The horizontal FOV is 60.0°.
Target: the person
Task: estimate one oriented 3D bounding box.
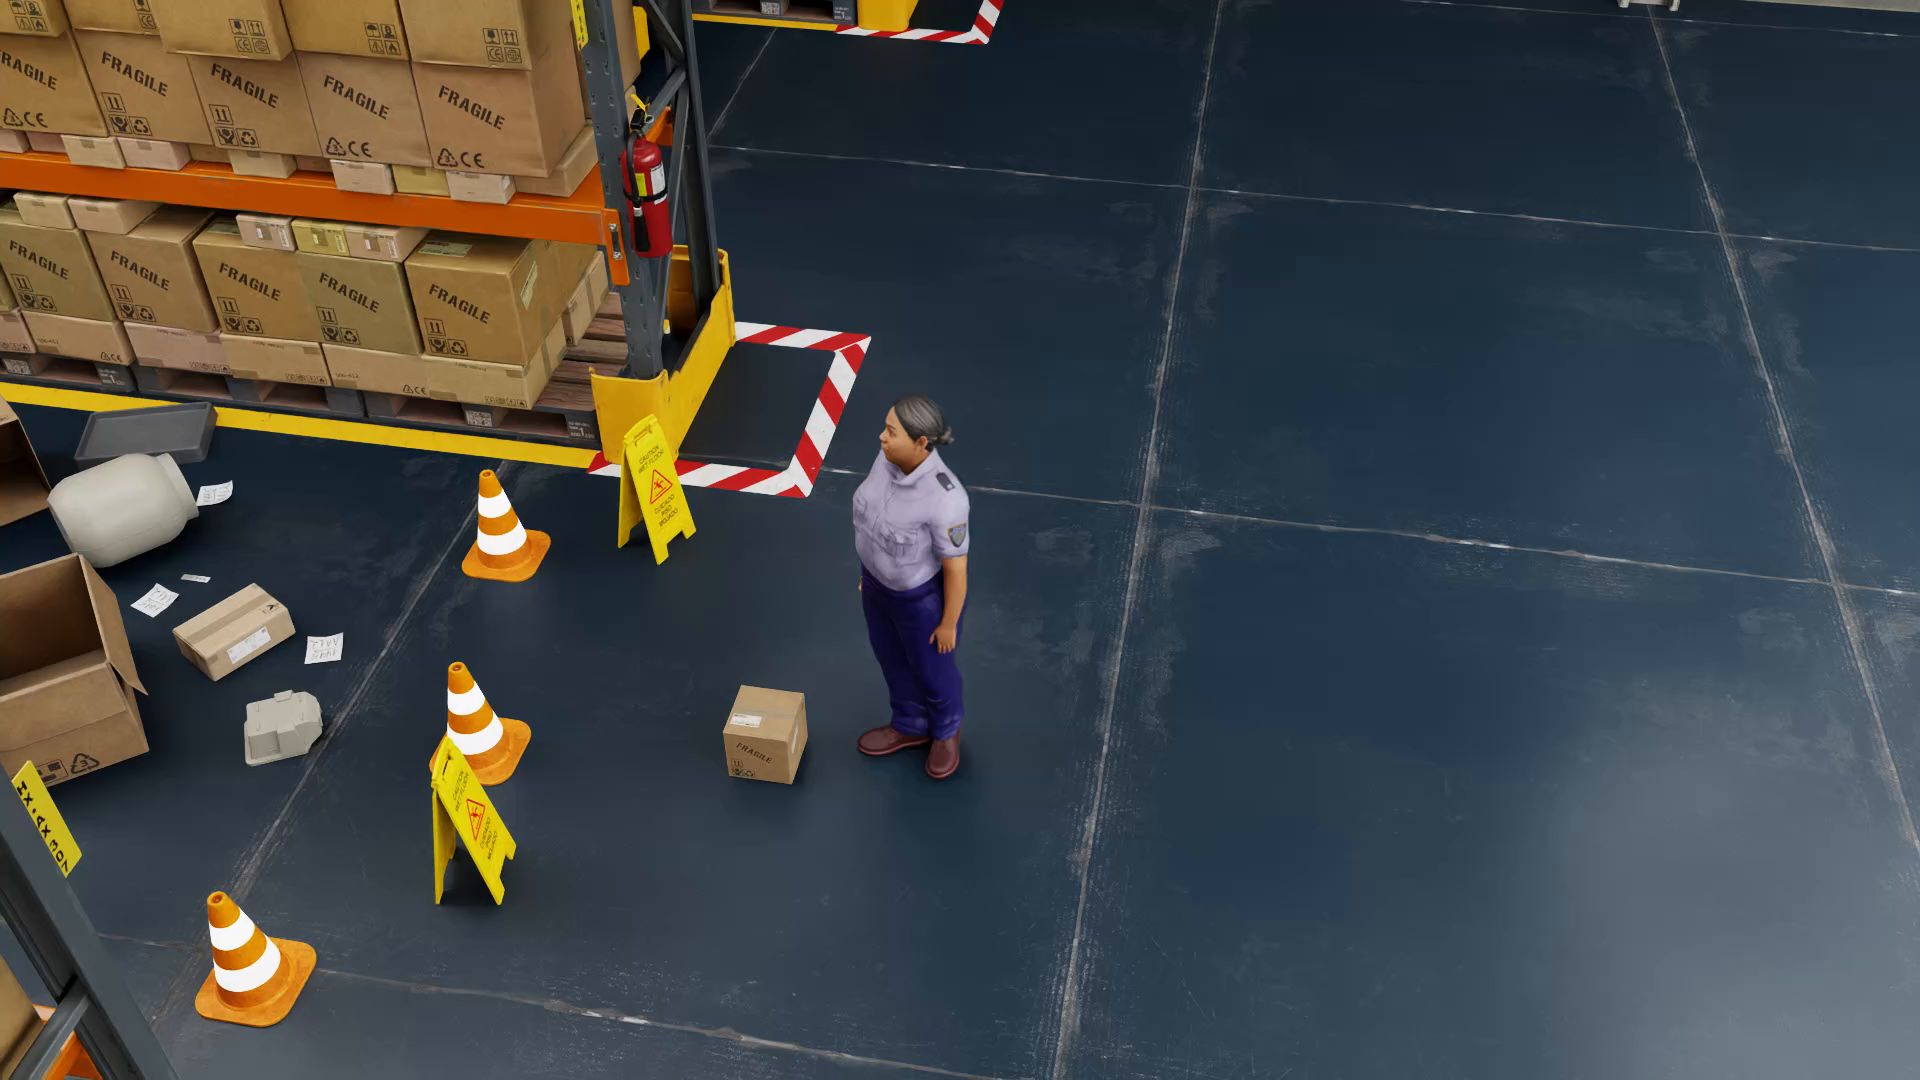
[{"bbox_3d":[-0.164,0.198,5.940,0.377,1.643,0.490,-26,47,-27],"label":"person"}]
